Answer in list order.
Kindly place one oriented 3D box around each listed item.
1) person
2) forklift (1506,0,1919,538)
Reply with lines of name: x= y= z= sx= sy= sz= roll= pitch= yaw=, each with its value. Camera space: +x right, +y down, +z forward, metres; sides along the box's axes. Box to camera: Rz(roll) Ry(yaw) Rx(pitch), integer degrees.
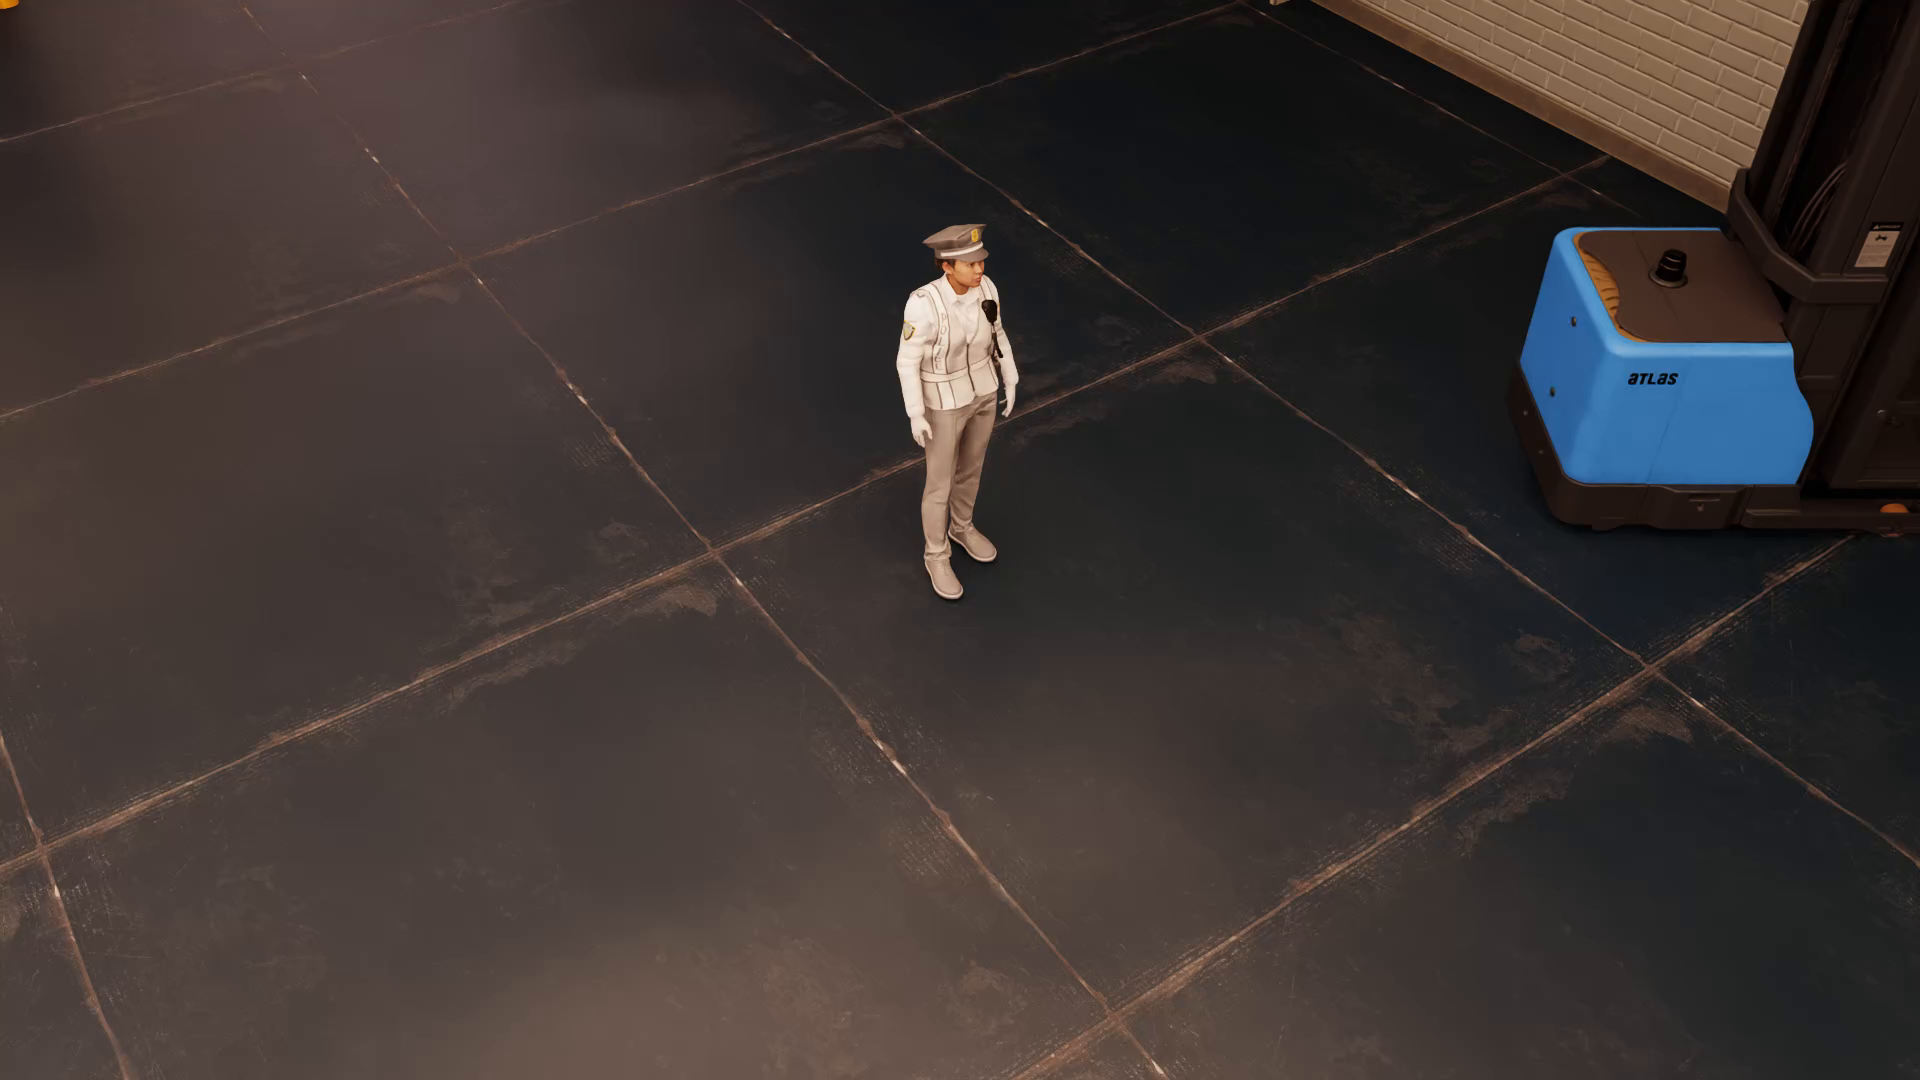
person: x=0.033 y=-0.587 z=7.255 sx=0.586 sy=1.694 sz=0.530 roll=-25 pitch=48 yaw=-25
forklift: x=4.323 y=-1.452 z=7.291 sx=3.031 sy=2.935 sz=1.130 roll=0 pitch=43 yaw=0
